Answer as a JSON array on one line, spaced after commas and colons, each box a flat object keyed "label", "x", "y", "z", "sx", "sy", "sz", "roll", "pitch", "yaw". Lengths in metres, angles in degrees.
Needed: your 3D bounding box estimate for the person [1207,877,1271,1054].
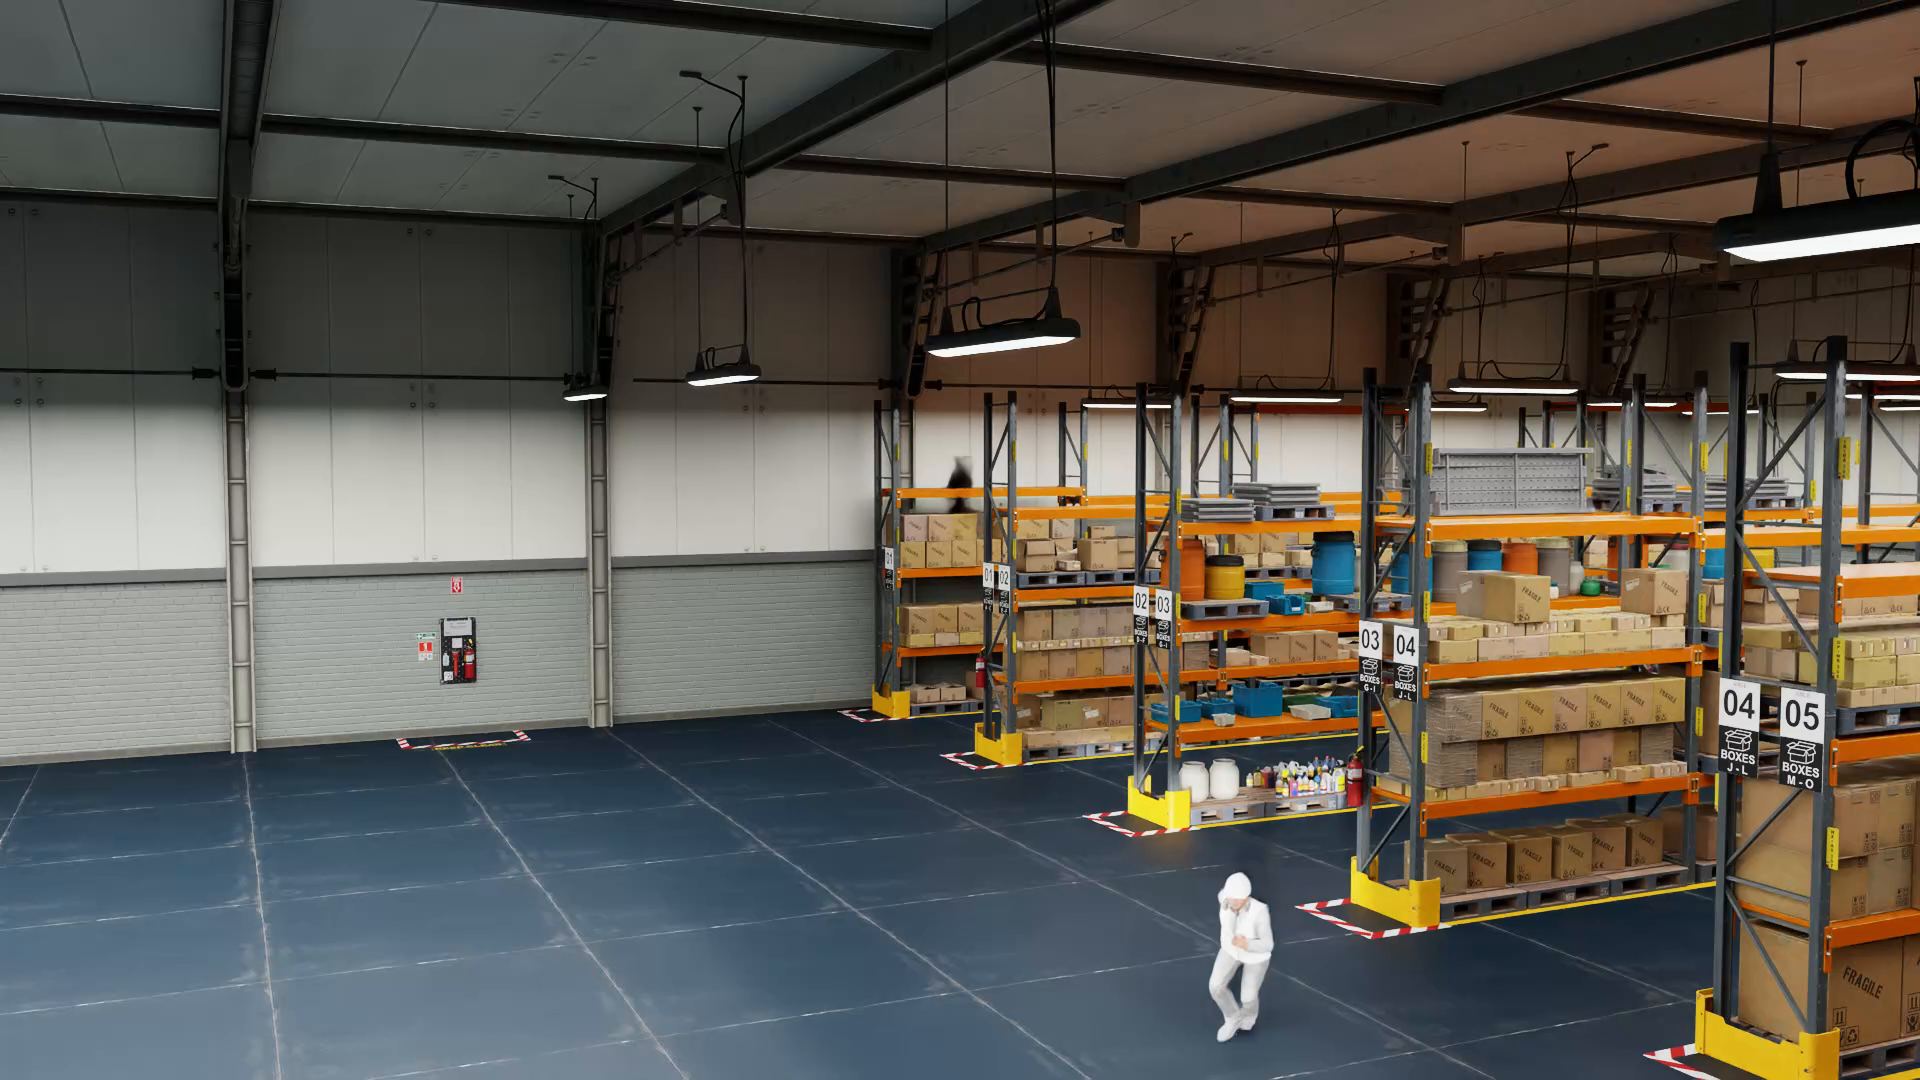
[{"label": "person", "x": 2.424, "y": 3.550, "z": 14.144, "sx": 0.628, "sy": 1.550, "sz": 1.131, "roll": 2, "pitch": 4, "yaw": 30}]
